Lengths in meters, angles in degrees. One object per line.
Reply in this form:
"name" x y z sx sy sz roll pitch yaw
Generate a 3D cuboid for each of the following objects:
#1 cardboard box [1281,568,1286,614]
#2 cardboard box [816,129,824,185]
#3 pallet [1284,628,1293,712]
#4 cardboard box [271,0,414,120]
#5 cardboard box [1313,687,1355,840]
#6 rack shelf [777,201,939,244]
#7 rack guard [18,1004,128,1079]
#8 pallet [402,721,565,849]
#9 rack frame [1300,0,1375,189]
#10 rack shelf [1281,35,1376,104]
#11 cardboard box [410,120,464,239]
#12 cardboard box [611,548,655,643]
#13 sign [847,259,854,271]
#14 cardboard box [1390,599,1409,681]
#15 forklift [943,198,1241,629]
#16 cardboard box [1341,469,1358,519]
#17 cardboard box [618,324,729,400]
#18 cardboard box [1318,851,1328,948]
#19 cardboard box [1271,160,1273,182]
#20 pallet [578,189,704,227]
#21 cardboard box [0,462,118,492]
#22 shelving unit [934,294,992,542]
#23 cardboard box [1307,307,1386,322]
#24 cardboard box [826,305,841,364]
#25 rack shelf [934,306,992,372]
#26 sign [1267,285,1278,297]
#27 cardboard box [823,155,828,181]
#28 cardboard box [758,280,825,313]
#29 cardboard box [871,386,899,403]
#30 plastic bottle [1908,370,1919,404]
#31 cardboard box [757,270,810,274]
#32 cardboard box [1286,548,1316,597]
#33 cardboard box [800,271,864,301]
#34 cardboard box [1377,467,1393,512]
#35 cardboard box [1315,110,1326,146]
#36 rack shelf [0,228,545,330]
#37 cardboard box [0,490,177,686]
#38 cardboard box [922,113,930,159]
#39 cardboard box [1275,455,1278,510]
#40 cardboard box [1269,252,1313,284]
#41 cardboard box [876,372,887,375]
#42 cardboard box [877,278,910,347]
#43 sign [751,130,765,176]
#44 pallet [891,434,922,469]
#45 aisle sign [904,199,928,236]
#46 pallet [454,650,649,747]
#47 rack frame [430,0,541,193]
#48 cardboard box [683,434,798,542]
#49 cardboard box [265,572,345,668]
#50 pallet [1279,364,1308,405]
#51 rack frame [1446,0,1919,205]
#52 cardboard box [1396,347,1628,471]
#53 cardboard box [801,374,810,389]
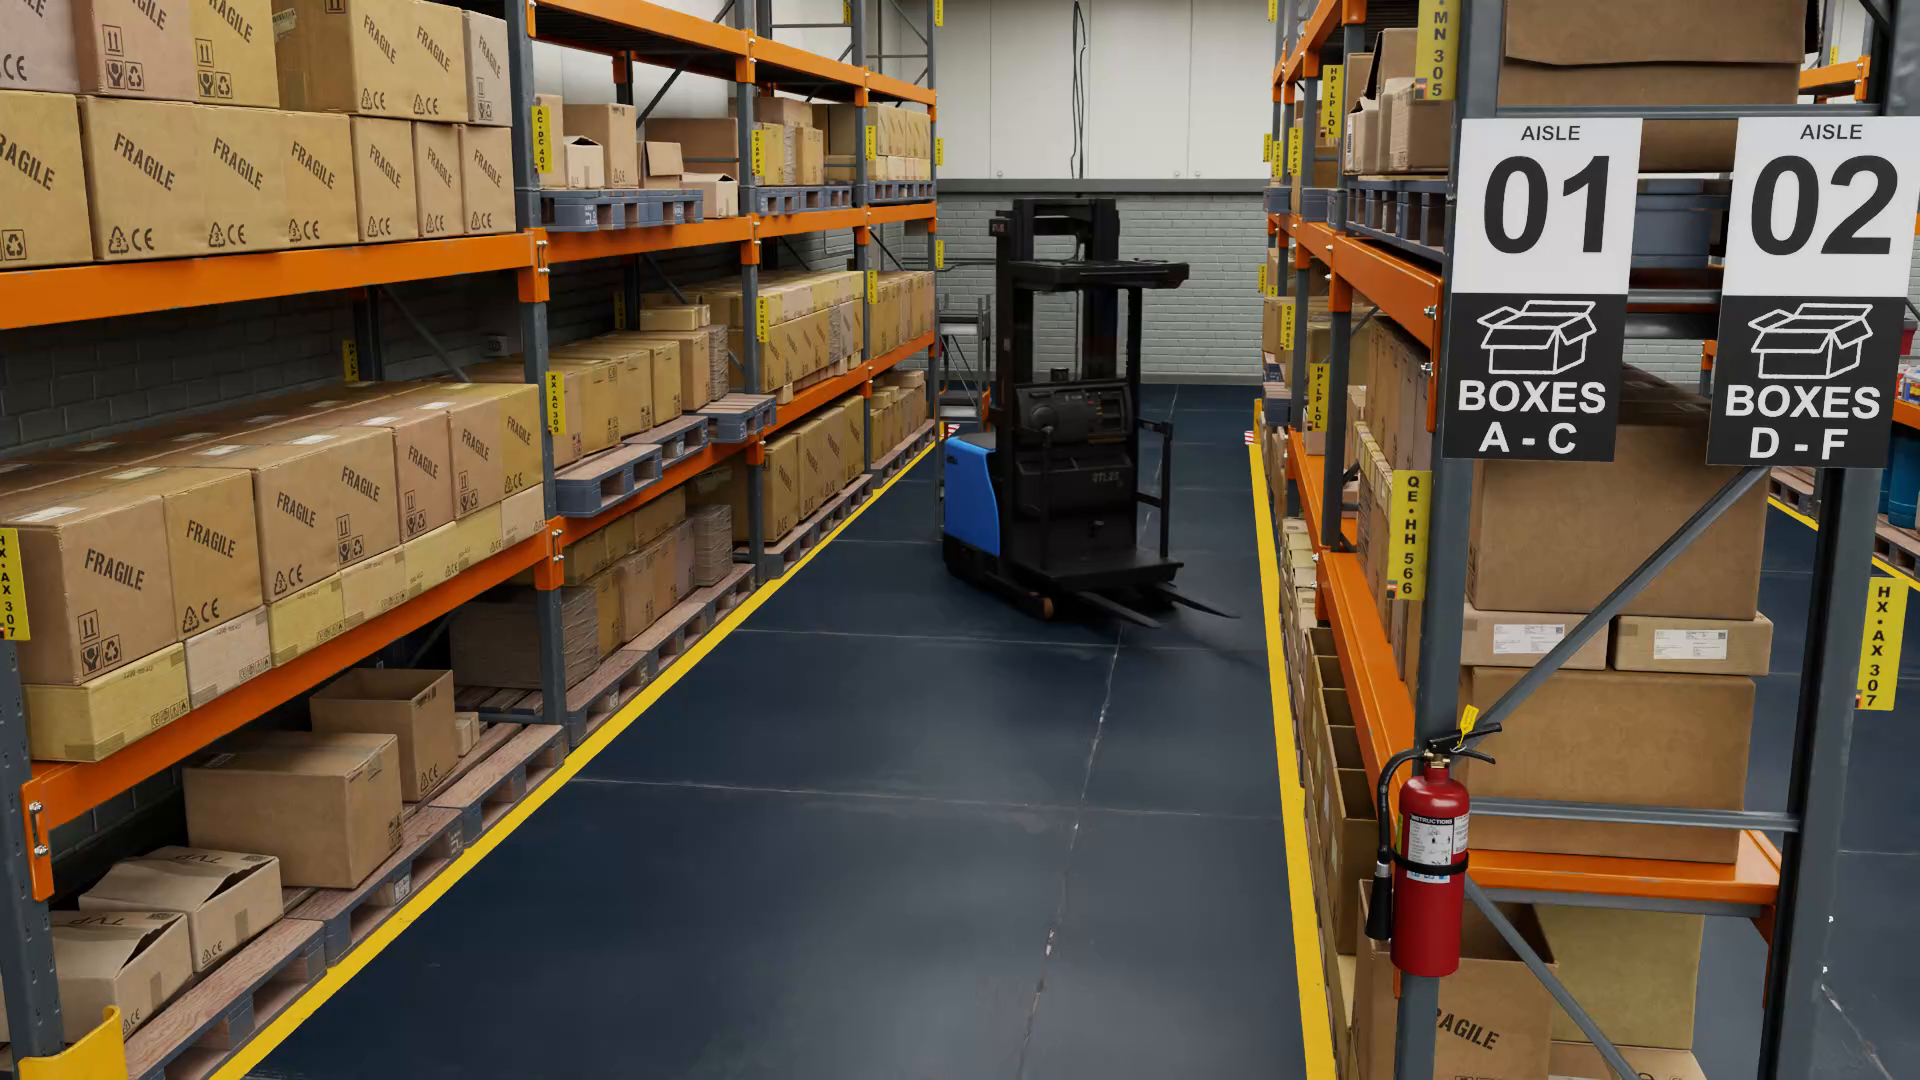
"cardboard box" 2.431 0.369 11.189 0.500 0.250 0.500 2 12 7
"cardboard box" -1.646 -3.517 15.289 0.700 0.500 0.500 1 12 6
"pallet" 2.523 0.813 10.220 1.003 0.211 1.213 2 12 9
"cardboard box" -2.585 -1.978 6.773 0.500 0.500 0.500 1 12 7
"cardboard box" 1.729 0.926 6.827 0.500 0.500 0.500 2 12 9
"rack shelf" -1.094 -3.497 18.187 1.077 0.370 4.000 2 12 9
"rack guard" -3.236 1.738 5.241 1.175 0.500 0.348 2 12 9
"pallet" -2.701 1.203 8.408 1.003 0.211 1.213 2 12 9
"rack frame" 2.878 -3.906 11.259 1.000 3.000 0.127 2 12 9
"rack shelf" 3.186 -3.775 13.309 1.077 0.370 4.000 2 12 9
"cardboard box" -2.556 -1.608 7.428 0.500 0.500 0.500 1 12 4
"cardboard box" -2.387 0.338 10.692 0.700 0.500 0.500 2 12 9
"sign" -1.334 -3.280 20.349 0.100 0.325 0.005 2 12 9
"cardboard box" 1.968 0.224 6.098 0.700 0.500 0.500 2 12 10
"forklift" 0.936 -0.964 12.009 1.130 2.935 3.031 -6 13 -24
"cardboard box" 2.217 -0.264 8.918 0.396 0.266 0.258 2 12 7
"cardboard box" -2.080 -1.299 12.120 0.700 0.500 0.500 0 12 2
"cardboard box" 1.657 1.397 6.422 0.500 0.250 0.500 2 12 9
"cardboard box" 3.688 -4.074 18.326 0.500 0.250 0.500 2 12 9
"pallet" -2.276 -2.016 10.055 1.213 0.211 1.003 2 12 9
"cardboard box" -3.298 0.020 5.811 0.500 0.500 0.500 2 12 9
"shelving unit" 0.025 -1.061 14.432 0.431 2.100 0.503 2 12 9
"cardboard box" 3.283 -1.691 13.984 0.700 0.500 0.500 -1 12 -6
"cardboard box" -1.378 -1.855 14.990 0.500 0.500 0.500 2 12 9
"rack shelf" 0.025 -1.732 14.287 0.431 0.518 0.480 2 12 9
"sign" 2.956 -2.245 15.738 0.100 0.325 0.005 2 12 9
"cardboard box" -1.528 -3.763 16.837 0.500 0.250 0.500 2 12 9
"cardboard box" -1.465 -2.113 14.406 0.500 0.250 0.500 2 12 7
"cardboard box" -0.873 -1.593 18.161 0.380 0.149 0.250 2 12 7
"plastic bottle" 7.717 -1.234 13.404 0.097 0.271 0.097 0 12 0
"cardboard box" -1.730 -2.449 15.968 0.500 0.250 0.500 2 12 10
"cardboard box" 2.354 0.206 10.614 0.500 0.311 0.500 2 12 7
"cardboard box" -1.221 -2.431 15.883 0.500 0.250 0.500 2 12 10
"cardboard box" 1.836 -0.189 6.472 0.380 0.149 0.250 2 12 7
"cardboard box" 3.141 -3.195 13.609 0.600 0.600 0.600 1 12 6
"rack shelf" -2.940 -0.999 6.596 1.077 0.370 4.000 2 12 9
"cardboard box" -2.877 0.139 5.255 0.500 0.500 0.500 2 12 9
"cardboard box" -0.630 -4.651 19.177 0.500 0.500 0.500 2 12 8
"cardboard box" 3.023 -0.491 14.542 0.500 0.500 0.500 2 12 9
"cardboard box" 3.625 -2.880 18.125 0.500 0.500 0.500 2 12 9
"cardboard box" -1.051 -1.877 19.480 0.380 0.149 0.250 2 12 9
"cardboard box" -1.083 -2.529 18.394 0.980 0.700 0.700 1 12 6
"sign" -1.481 -2.834 12.178 0.100 0.325 0.005 2 12 9
"pallet" -1.022 -1.013 18.694 1.003 0.211 1.213 2 12 9
"aisle sign" -0.479 -4.075 20.110 0.394 0.787 0.004 2 12 9
"pallet" -2.514 0.900 9.814 1.003 0.211 1.213 2 12 9
"rack frame" -2.632 -3.233 8.136 1.000 3.000 0.127 2 12 9
"cardboard box" -1.774 -0.437 13.505 0.750 0.750 0.750 2 12 8
"cardboard box" -2.709 0.290 6.337 0.500 0.250 0.500 2 12 8
"pallet" 3.173 -1.285 13.790 1.003 0.211 1.213 2 12 9
"rack frame" 1.648 -2.241 3.531 1.000 3.000 0.127 2 12 9
"cardboard box" 1.969 -0.418 5.996 0.700 0.500 0.500 2 12 9
"cardboard box" -1.512 -1.401 14.423 0.380 0.149 0.250 2 12 9
